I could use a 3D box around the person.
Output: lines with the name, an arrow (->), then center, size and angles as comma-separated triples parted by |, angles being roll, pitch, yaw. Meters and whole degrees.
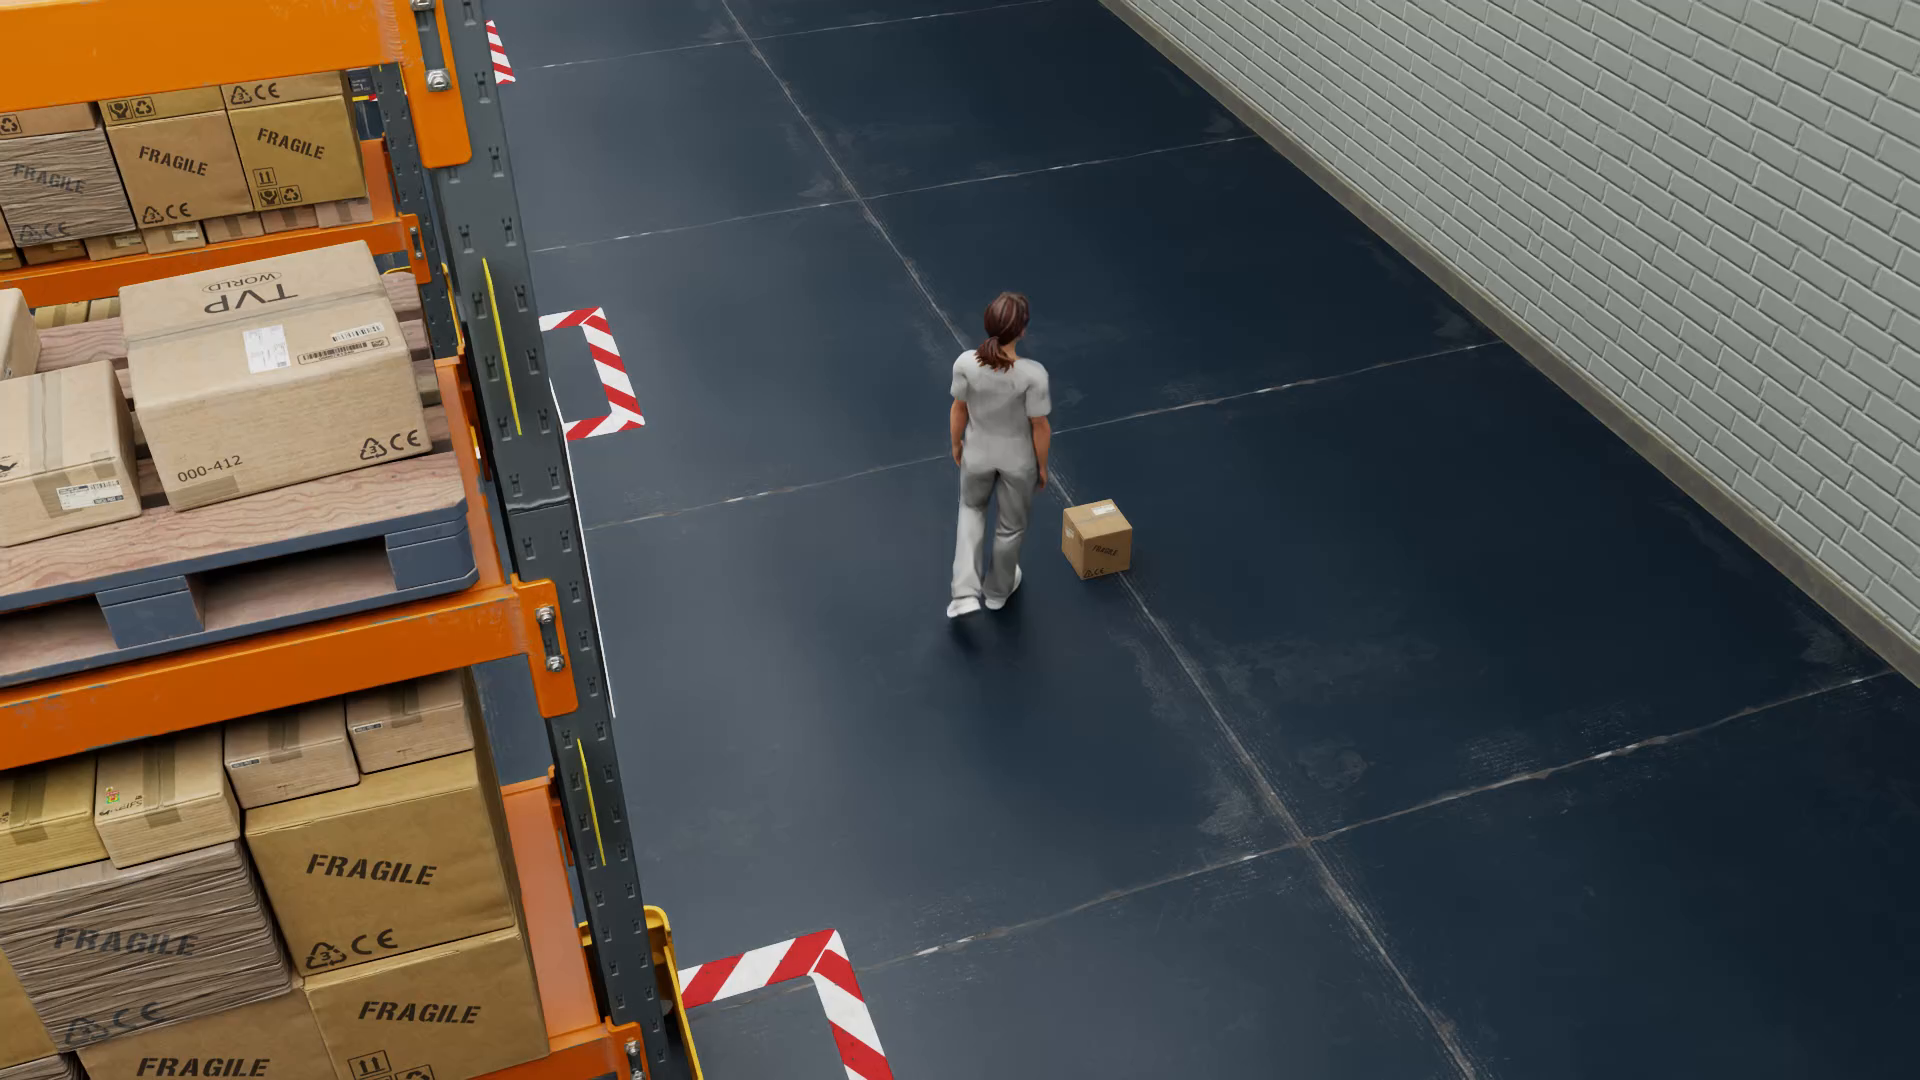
person -> 0.171, -0.338, 7.206 | 0.460, 1.666, 0.575 | 10, 39, 13
